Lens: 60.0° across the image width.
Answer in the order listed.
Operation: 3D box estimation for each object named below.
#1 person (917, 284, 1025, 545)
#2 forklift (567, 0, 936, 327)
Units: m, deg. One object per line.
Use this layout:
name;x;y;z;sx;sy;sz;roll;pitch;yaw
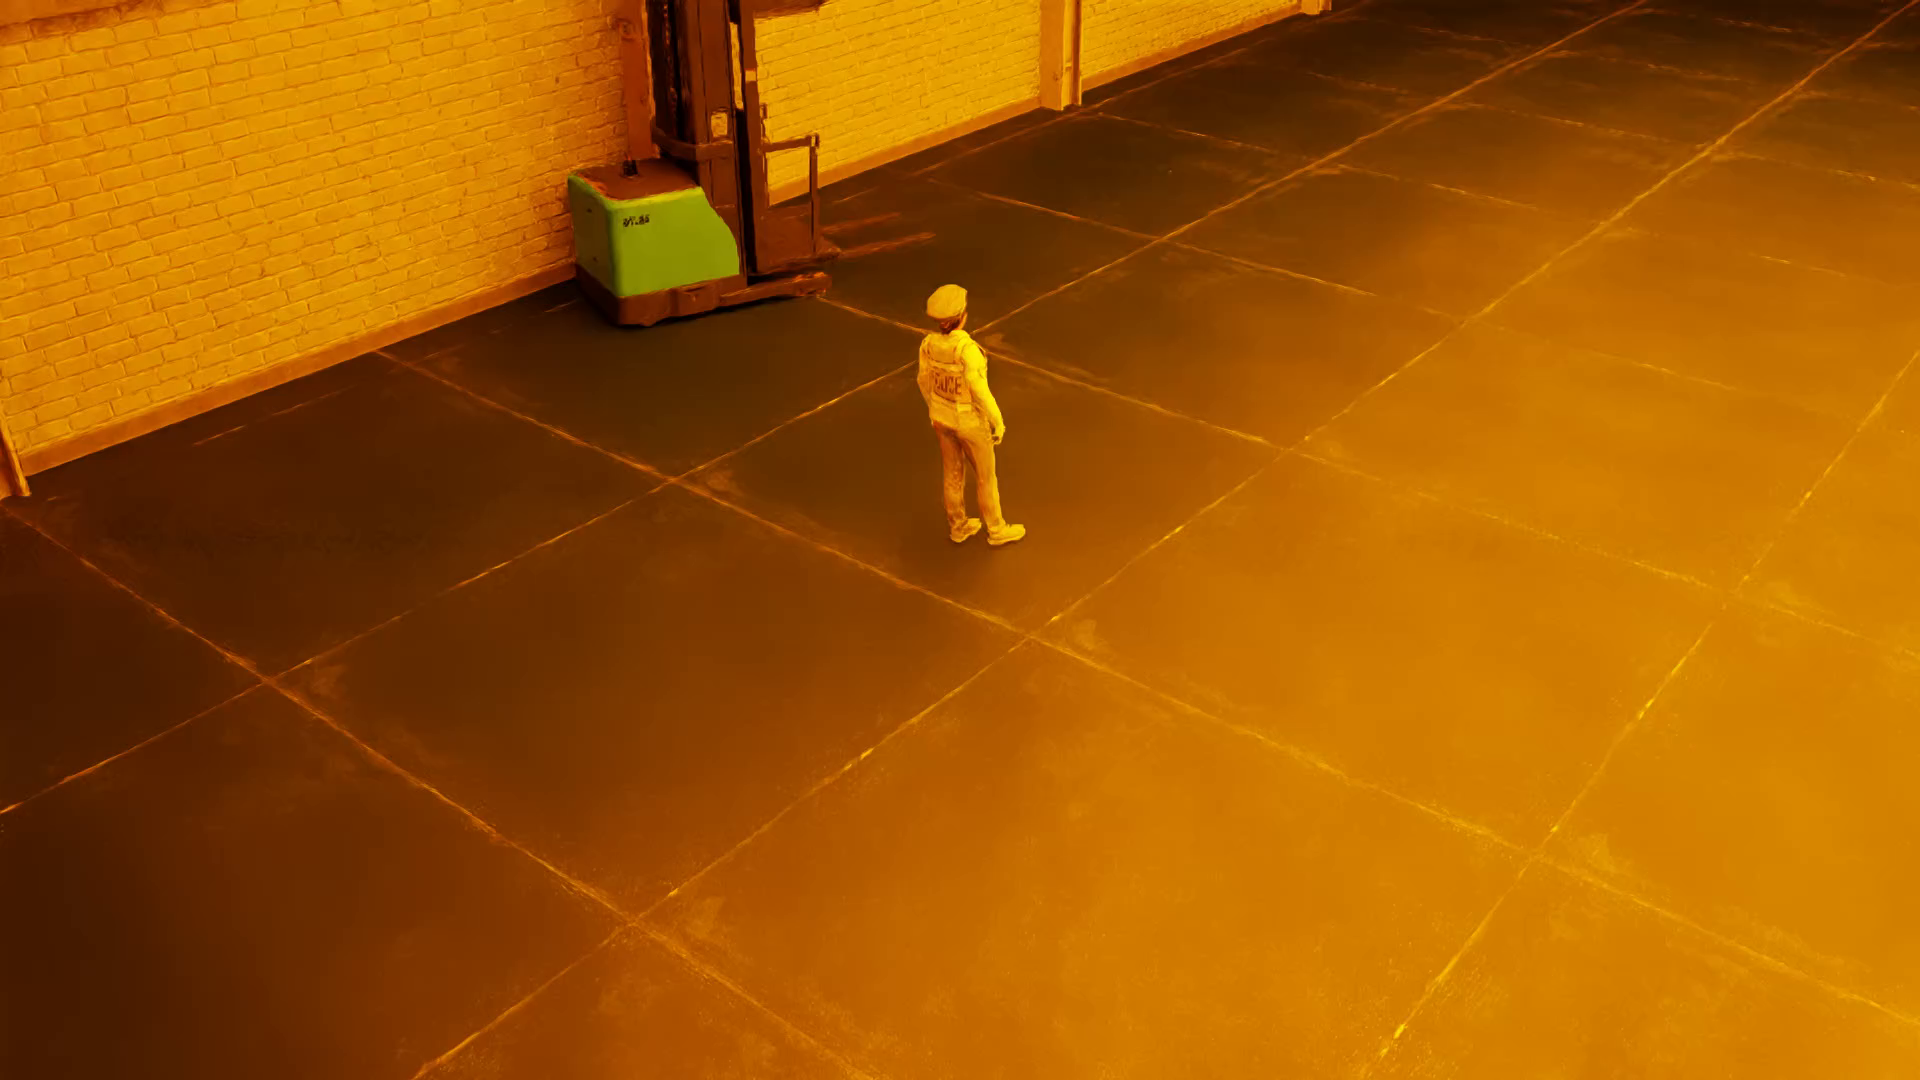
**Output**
person;0.048;-0.762;10.110;0.586;1.695;0.532;22;37;33
forklift;-1.679;-3.520;13.618;3.031;2.935;1.130;-17;34;-26
